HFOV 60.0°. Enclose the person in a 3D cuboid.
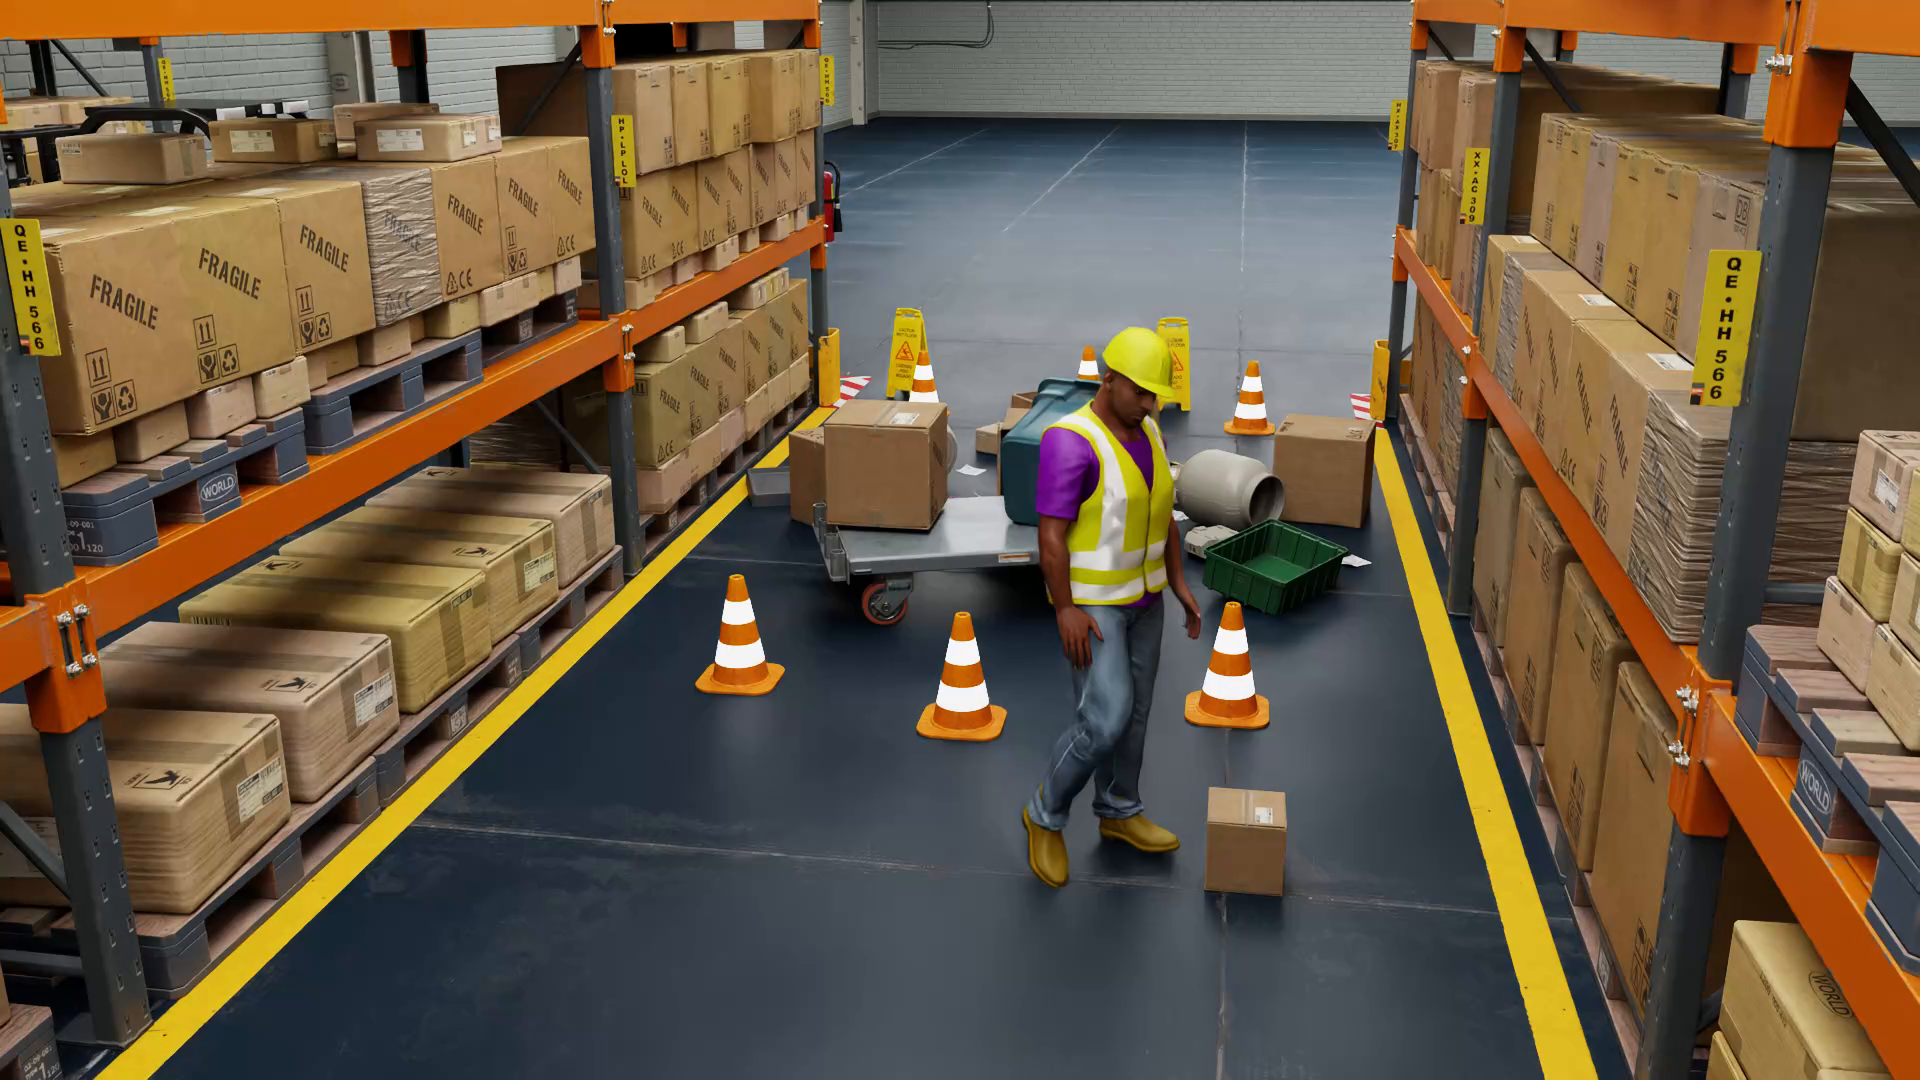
[{"bbox_3d":[0.493,0.212,5.332,0.415,1.784,0.633,15,23,39],"label":"person"}]
